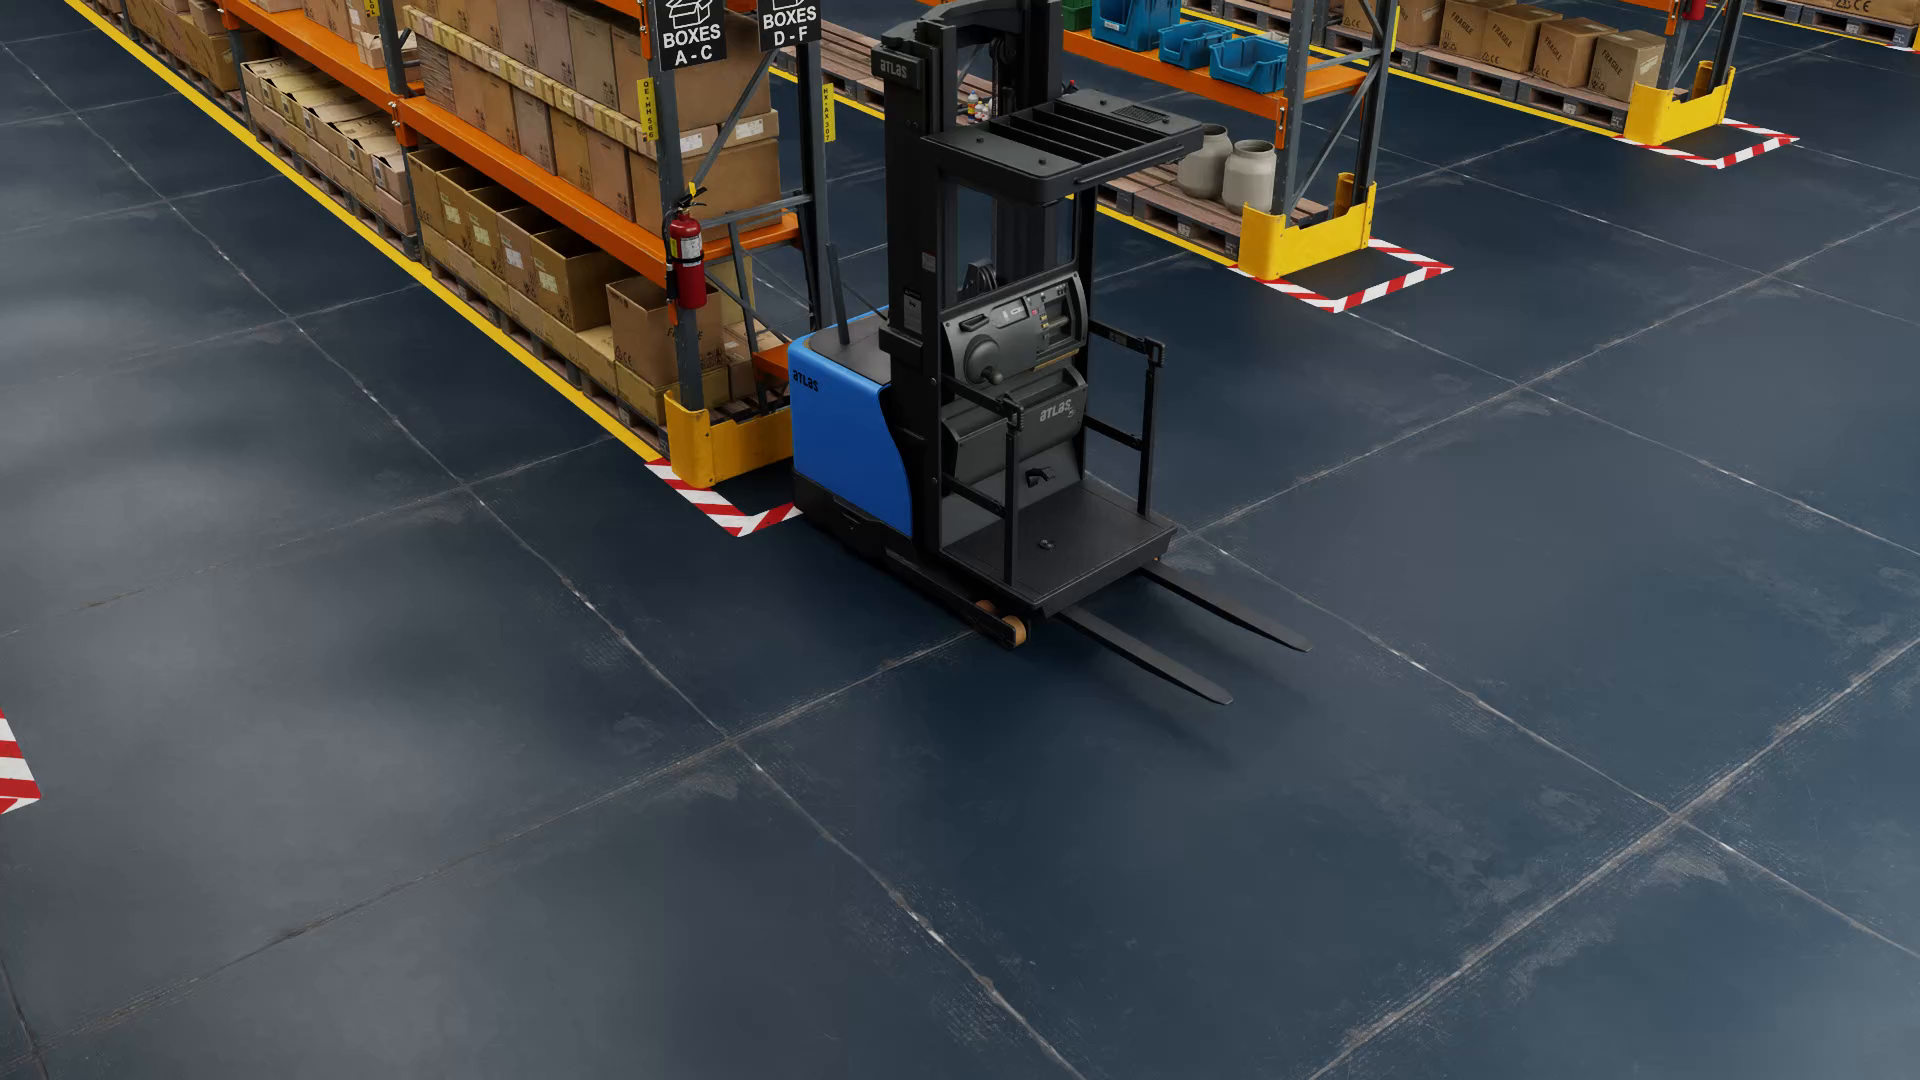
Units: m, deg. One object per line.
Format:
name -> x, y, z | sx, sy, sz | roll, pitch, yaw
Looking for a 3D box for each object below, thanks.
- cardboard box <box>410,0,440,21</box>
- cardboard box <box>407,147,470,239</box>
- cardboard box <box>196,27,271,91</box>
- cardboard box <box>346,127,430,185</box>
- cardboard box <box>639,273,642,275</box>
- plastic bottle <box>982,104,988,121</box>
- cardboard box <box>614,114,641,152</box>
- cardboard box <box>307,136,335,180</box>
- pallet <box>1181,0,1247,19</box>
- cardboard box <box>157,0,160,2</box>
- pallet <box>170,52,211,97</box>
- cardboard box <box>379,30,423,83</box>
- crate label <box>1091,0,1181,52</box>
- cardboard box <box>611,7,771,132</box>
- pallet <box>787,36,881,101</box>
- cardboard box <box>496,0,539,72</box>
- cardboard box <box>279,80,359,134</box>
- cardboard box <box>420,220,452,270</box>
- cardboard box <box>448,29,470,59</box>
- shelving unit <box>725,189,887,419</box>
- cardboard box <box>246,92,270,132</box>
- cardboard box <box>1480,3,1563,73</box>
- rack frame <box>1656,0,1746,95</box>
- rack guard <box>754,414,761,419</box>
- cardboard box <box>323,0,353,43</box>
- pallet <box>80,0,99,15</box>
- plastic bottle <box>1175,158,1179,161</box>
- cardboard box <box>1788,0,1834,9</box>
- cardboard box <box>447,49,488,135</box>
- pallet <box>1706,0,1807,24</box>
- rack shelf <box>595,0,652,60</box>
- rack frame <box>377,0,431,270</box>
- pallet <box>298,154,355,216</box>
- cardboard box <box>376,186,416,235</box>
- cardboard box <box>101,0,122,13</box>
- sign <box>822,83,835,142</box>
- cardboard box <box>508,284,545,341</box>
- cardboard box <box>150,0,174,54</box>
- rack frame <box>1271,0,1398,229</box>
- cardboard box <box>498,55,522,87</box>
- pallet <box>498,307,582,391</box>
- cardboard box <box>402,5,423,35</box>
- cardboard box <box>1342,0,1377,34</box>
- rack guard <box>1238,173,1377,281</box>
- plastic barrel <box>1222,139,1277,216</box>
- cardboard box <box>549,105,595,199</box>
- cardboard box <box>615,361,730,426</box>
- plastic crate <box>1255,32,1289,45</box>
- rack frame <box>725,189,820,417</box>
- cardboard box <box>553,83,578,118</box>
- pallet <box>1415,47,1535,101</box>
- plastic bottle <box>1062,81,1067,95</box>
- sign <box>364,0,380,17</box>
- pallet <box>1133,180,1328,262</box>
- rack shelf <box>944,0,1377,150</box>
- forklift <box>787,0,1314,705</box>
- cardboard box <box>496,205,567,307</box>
cardboard box -> -3.371, -3.909, 11.376 | 0.700, 0.500, 0.500 | -22, 38, -31
cardboard box -> -3.611, -2.532, 11.981 | 0.500, 0.500, 0.500 | -22, 38, -31
cardboard box -> -6.860, -4.604, 15.772 | 0.500, 0.500, 0.500 | -21, 37, -30
cardboard box -> -4.447, -3.037, 12.974 | 0.500, 0.311, 0.500 | -21, 38, -30
cardboard box -> -1.973, -1.867, 10.911 | 0.500, 0.500, 0.500 | -22, 38, -31
plastic bottle -> 0.241, -3.738, 14.660 | 0.097, 0.201, 0.097 | 0, 32, 0
cardboard box -> -1.741, -2.355, 9.489 | 0.380, 0.149, 0.250 | -21, 38, -30
cardboard box -> -5.065, -3.224, 13.806 | 0.500, 0.250, 0.500 | -21, 38, -30
pallet -> 2.949, -6.350, 19.273 | 1.003, 0.211, 1.213 | -22, 38, -31
cardboard box -> -7.836, -5.578, 16.630 | 0.500, 0.250, 0.500 | -22, 38, -31
pallet -> -7.272, -4.812, 16.797 | 1.003, 0.211, 1.213 | -22, 38, -31
cardboard box -> -3.984, -3.625, 12.386 | 0.500, 0.250, 0.500 | -20, 37, -28
crate label -> 1.378, -4.126, 13.017 | 0.502, 0.435, 0.616 | -22, 38, -31
cardboard box -> -1.503, -2.645, 9.341 | 0.700, 0.500, 0.500 | -22, 38, -31
pallet -> -0.997, -4.738, 16.678 | 1.003, 0.211, 1.213 | -22, 38, -31
cardboard box -> -2.447, -3.281, 10.365 | 0.700, 0.500, 0.500 | -22, 38, -31
cardboard box -> -5.372, -3.671, 13.994 | 0.500, 0.311, 0.500 | -23, 39, -33
cardboard box -> -3.603, -2.217, 12.184 | 0.500, 0.250, 0.500 | -22, 38, -31
cardboard box -> -3.160, -3.321, 11.044 | 0.380, 0.149, 0.250 | -23, 38, -32
shelving unit -> -0.731, -1.116, 9.451 | 0.587, 1.500, 1.083 | -25, 33, -30
cardboard box -> -6.011, -3.862, 14.833 | 0.500, 0.250, 0.500 | -22, 38, -32
cardboard box -> 5.500, -4.922, 16.302 | 0.500, 0.500, 0.500 | -19, 36, -27
rack frame -> 6.633, -5.034, 14.513 | 1.000, 3.000, 0.127 | -22, 38, -31
rack guard -> -0.970, -0.720, 10.102 | 0.587, 0.250, 0.087 | -25, 33, -30
cardboard box -> -4.736, -4.294, 13.226 | 0.500, 0.500, 0.500 | -22, 38, -31
pallet -> -9.726, -6.443, 19.423 | 1.003, 0.211, 1.213 | -22, 38, -31
plastic bottle -> 1.855, -3.316, 13.915 | 0.097, 0.271, 0.097 | 0, 32, 0
cardboard box -> 9.603, -6.500, 18.488 | 0.875, 0.875, 0.875 | -23, 39, -32
cardboard box -> -3.042, -3.140, 11.367 | 0.700, 0.500, 0.500 | -23, 38, -32
pallet -> 9.316, -6.228, 19.078 | 1.003, 0.211, 1.213 | -22, 38, -31
rack shelf -> -2.421, -3.633, 10.095 | 1.077, 0.370, 4.000 | -22, 38, -31
rack frame -> -3.648, -3.498, 12.039 | 1.000, 3.000, 0.127 | -22, 38, -31
pallet -> -4.883, -3.117, 14.068 | 1.003, 0.211, 1.213 | -22, 38, -31
cardboard box -> -4.131, -2.587, 12.781 | 0.500, 0.250, 0.500 | -23, 38, -32
cardboard box -> -9.127, -6.103, 18.185 | 0.500, 0.500, 0.500 | -22, 38, -31
sign -> -0.753, -2.409, 9.391 | 0.100, 0.325, 0.005 | -22, 38, -31
cardboard box -> -2.686, -1.590, 11.176 | 0.500, 0.250, 0.500 | -22, 38, -31
cardboard box -> -7.813, -5.247, 16.808 | 0.500, 0.500, 0.500 | -22, 38, -31
rack frame -> 2.720, -3.432, 11.933 | 1.000, 3.000, 0.127 | -22, 38, -31
cardboard box -> -2.683, -2.997, 10.523 | 0.380, 0.149, 0.250 | -23, 38, -32
pallet -> -2.441, -1.460, 11.400 | 1.003, 0.211, 1.213 | -22, 38, -31
cardboard box -> -3.636, -3.641, 11.560 | 0.380, 0.149, 0.250 | -22, 38, -31
cardboard box -> 4.393, -5.638, 17.456 | 0.500, 0.500, 0.500 | -24, 39, -33
rack guard -> 2.636, -2.386, 12.618 | 1.175, 0.500, 0.348 | -22, 38, -31
plastic barrel -> 2.256, -2.803, 12.880 | 0.421, 0.512, 0.421 | 0, 32, 0
cardboard box -> -2.097, -2.498, 10.334 | 0.700, 0.500, 0.500 | -22, 38, -31
cardboard box -> -1.757, -0.969, 10.175 | 0.500, 0.250, 0.500 | -22, 38, -31
plastic crate -> 2.426, -3.797, 12.770 | 0.298, 0.136, 0.250 | -22, 38, -31
rack frame -> -1.037, -1.271, 9.813 | 0.500, 1.500, 0.032 | -25, 33, -30
cardboard box -> -2.212, -2.676, 10.007 | 0.380, 0.149, 0.250 | -21, 38, -30
pallet -> 5.372, -4.740, 16.681 | 1.003, 0.211, 1.213 | -22, 38, -31
plastic bottle -> 0.890, -3.985, 14.917 | 0.144, 0.351, 0.185 | -23, 39, -33
sign -> -4.070, -3.776, 11.465 | 0.100, 0.325, 0.005 | -22, 38, -31
pallet -> 2.142, -2.604, 13.243 | 1.003, 0.211, 1.213 | -22, 38, -31
rack shelf -> 1.494, -3.960, 13.464 | 1.077, 0.370, 4.000 | -22, 38, -31
forklift -> 0.426, -1.004, 8.089 | 1.130, 2.935, 3.031 | -26, 40, -35
cardboard box -> -2.689, -1.908, 10.976 | 0.500, 0.500, 0.500 | -22, 38, -31
